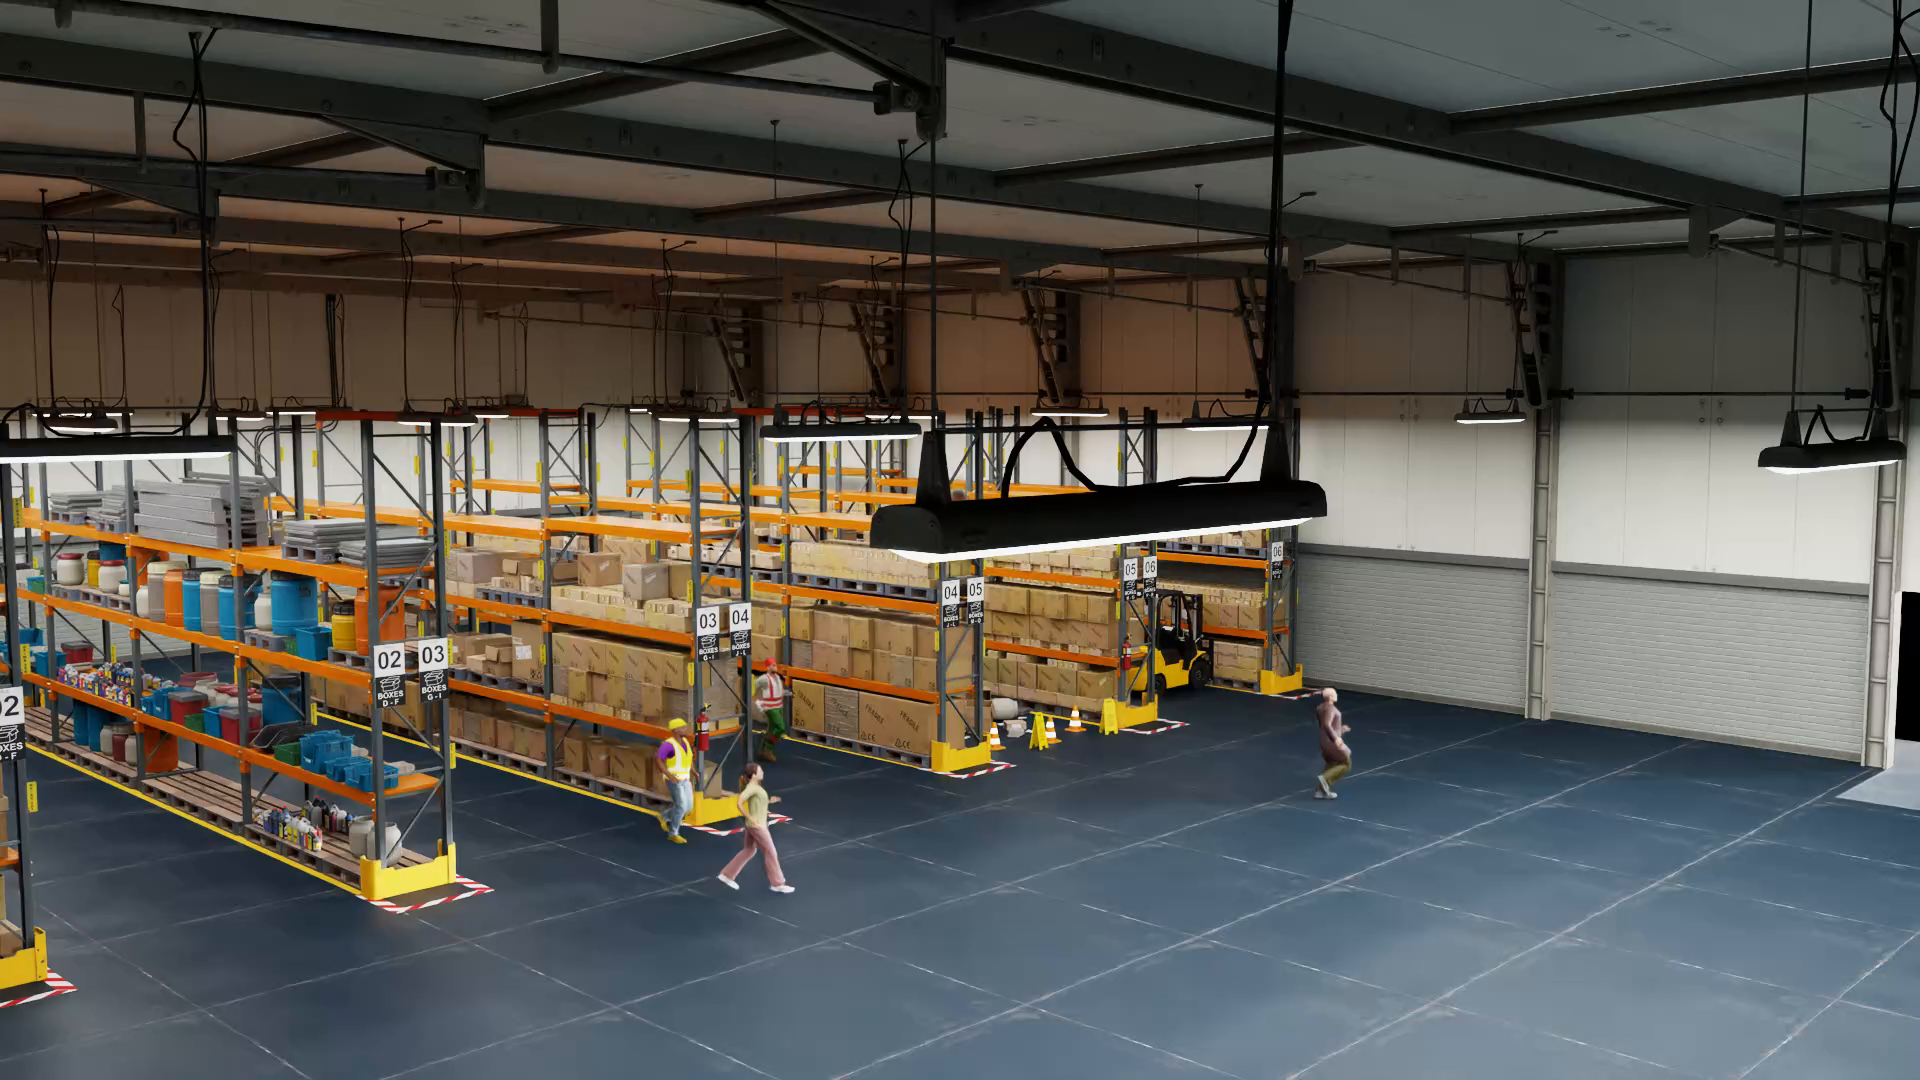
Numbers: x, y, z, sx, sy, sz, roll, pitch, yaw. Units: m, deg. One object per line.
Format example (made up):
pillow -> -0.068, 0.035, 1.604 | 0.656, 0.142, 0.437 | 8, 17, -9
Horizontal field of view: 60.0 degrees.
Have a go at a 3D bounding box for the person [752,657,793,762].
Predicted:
person -> -3.202, 2.909, 28.563 | 0.702, 1.785, 0.641 | 2, 6, 24

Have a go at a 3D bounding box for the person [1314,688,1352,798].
person -> 5.831, 3.268, 25.934 | 0.619, 1.531, 0.699 | -1, 5, -12

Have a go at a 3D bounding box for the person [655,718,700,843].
person -> -4.038, 3.392, 23.600 | 0.548, 1.717, 0.765 | 2, 6, 24

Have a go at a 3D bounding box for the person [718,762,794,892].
person -> -2.575, 3.616, 20.930 | 0.957, 1.666, 0.569 | -1, 5, -12
